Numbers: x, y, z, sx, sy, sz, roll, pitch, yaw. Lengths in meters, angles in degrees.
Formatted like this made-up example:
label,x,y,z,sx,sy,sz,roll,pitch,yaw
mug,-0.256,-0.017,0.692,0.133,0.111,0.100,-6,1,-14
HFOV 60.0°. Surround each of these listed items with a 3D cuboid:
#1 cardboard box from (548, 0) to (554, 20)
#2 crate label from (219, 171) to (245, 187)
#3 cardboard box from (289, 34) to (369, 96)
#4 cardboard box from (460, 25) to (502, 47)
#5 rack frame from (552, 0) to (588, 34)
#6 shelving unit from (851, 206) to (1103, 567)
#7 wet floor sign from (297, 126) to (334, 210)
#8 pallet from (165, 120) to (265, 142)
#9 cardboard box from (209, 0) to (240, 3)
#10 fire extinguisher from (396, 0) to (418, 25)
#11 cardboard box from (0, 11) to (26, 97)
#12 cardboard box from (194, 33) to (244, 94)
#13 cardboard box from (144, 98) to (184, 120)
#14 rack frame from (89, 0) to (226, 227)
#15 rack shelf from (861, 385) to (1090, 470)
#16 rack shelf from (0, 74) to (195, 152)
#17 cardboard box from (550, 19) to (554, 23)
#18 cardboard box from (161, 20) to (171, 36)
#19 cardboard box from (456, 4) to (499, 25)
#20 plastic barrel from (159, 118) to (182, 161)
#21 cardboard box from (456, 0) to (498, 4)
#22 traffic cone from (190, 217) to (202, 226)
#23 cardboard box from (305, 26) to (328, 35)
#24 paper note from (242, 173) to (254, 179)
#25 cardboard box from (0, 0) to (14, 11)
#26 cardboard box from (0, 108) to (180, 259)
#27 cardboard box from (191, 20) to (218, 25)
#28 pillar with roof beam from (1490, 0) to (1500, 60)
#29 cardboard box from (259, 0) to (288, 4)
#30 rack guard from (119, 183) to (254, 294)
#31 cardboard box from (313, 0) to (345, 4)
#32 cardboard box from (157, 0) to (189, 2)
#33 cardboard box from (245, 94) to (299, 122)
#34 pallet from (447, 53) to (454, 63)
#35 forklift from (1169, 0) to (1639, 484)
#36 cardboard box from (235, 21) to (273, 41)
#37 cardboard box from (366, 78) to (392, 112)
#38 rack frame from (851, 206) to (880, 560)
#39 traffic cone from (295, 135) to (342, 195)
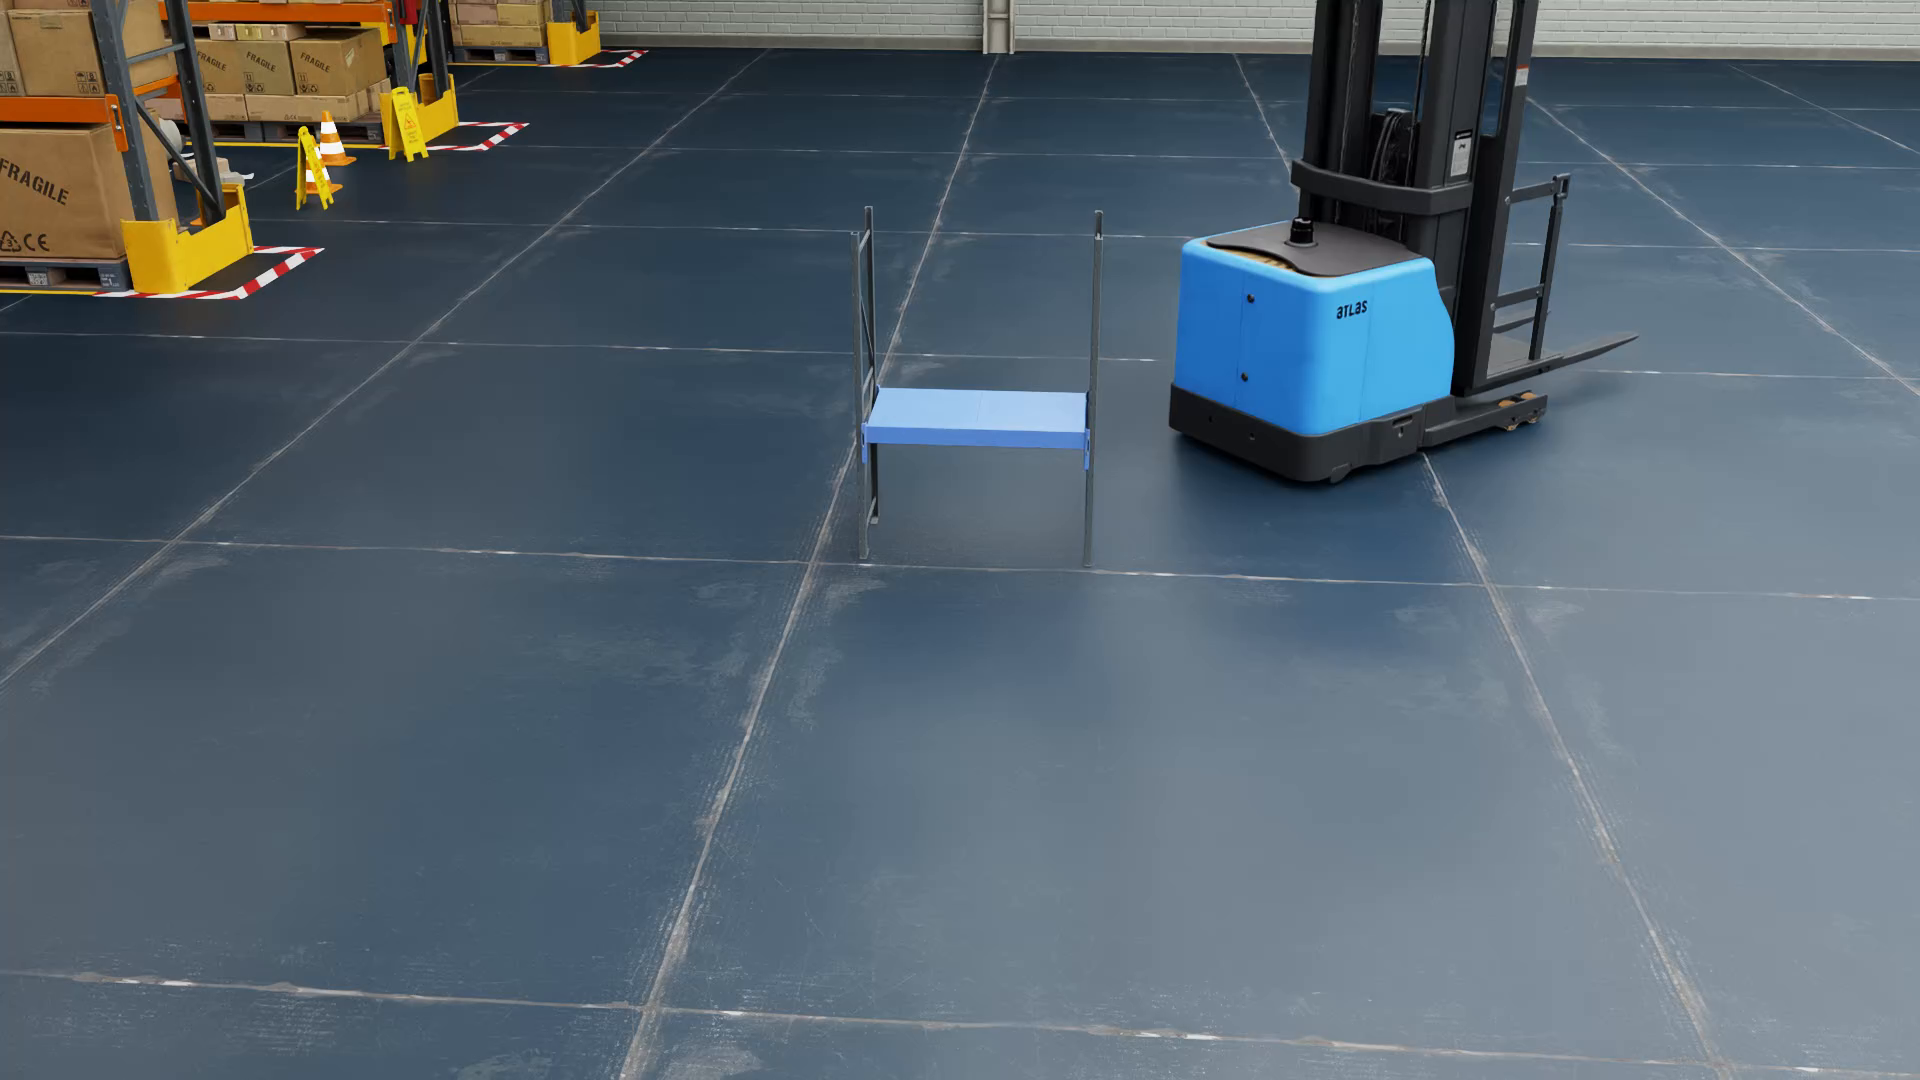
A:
label,x,y,z,sx,sy,sz,roll,pitch,yaw
cardboard box,-5.312,-6.706,20.925,0.500,0.250,0.500,2,25,5
crate label,-6.297,-3.068,14.254,0.298,0.136,0.250,-11,27,-23
cardboard box,-6.054,-4.566,15.975,0.500,0.500,0.500,2,25,4
cardboard box,-5.846,-6.281,20.598,0.500,0.250,0.500,2,25,4
rack frame,-4.859,-7.436,20.321,0.127,3.000,1.000,2,25,4
shelving unit,0.085,-0.679,7.431,1.048,1.500,0.538,2,25,4
wet floor sign,-5.333,-3.055,13.618,0.232,0.644,0.267,-2,25,-5
pallet,-7.331,-4.183,16.589,1.213,0.211,1.003,2,25,4
cardboard box,-6.905,-5.187,15.735,0.250,0.149,0.380,2,25,3
fire extinguisher,-5.156,-5.136,15.416,0.183,0.674,0.296,2,25,4
cardboard box,-6.437,-3.370,11.306,0.550,0.550,0.875,2,25,4
cardboard box,-7.077,-4.600,16.049,0.500,0.500,0.500,1,25,3
cardboard box,-7.593,-4.277,16.243,0.500,0.250,0.500,2,25,3
rack frame,-5.513,-3.300,11.334,0.127,3.000,1.000,2,25,4
rack shelf,0.085,-0.515,7.506,1.000,0.185,0.538,2,25,4
rack shelf,-7.507,-3.038,11.624,4.000,0.370,1.077,2,25,4
cardboard box,-5.333,-6.475,21.020,0.500,0.250,0.500,2,25,4
cardboard box,-7.754,-4.888,15.899,0.250,0.149,0.380,3,25,7
cardboard box,-5.867,-6.510,20.499,0.500,0.250,0.500,2,25,3
plastic barrel,-7.410,-3.632,15.136,0.421,0.421,0.512,22,33,39
cardboard box,-5.851,-6.730,20.379,0.500,0.250,0.500,2,25,5
traffic cone,-5.934,-2.757,13.188,0.334,0.463,0.336,2,25,4
cardboard box,-6.563,-4.806,16.495,0.500,0.500,0.500,1,25,2
paper note,-6.330,-3.219,14.708,0.142,0.019,0.148,-7,26,-14
cardboard box,-6.436,-3.866,11.093,0.550,0.550,0.875,2,25,4
cardboard box,-6.194,-2.520,11.678,0.875,0.875,0.875,2,25,4
cardboard box,-9.368,-6.688,21.034,0.625,0.625,0.875,3,25,6
pillar with roof beam,6.151,-8.381,15.198,0.400,9.000,9.100,2,25,4
cardboard box,-6.398,-5.150,15.655,0.250,0.149,0.380,2,25,5
rack guard,-5.489,-2.164,11.855,0.348,0.500,1.175,2,25,4
cardboard box,-5.885,-5.137,15.627,0.250,0.149,0.380,2,25,3
cardboard box,-7.406,-5.196,15.754,0.250,0.149,0.380,2,25,4
cardboard box,-6.577,-4.242,16.168,0.500,0.250,0.500,2,25,4
pallet,-6.837,-6.216,21.007,1.213,0.211,1.003,2,25,4
forklift,2.609,-2.085,8.776,3.031,2.935,1.130,-17,30,-32
cardboard box,-6.675,-4.854,15.824,0.250,0.149,0.380,2,25,5
cardboard box,-6.018,-4.450,16.619,0.500,0.250,0.500,2,25,4
rack frame,-0.422,-0.695,7.466,0.032,1.500,0.500,2,25,4
traffic cone,-5.508,-3.217,14.188,0.334,0.463,0.336,2,25,4
